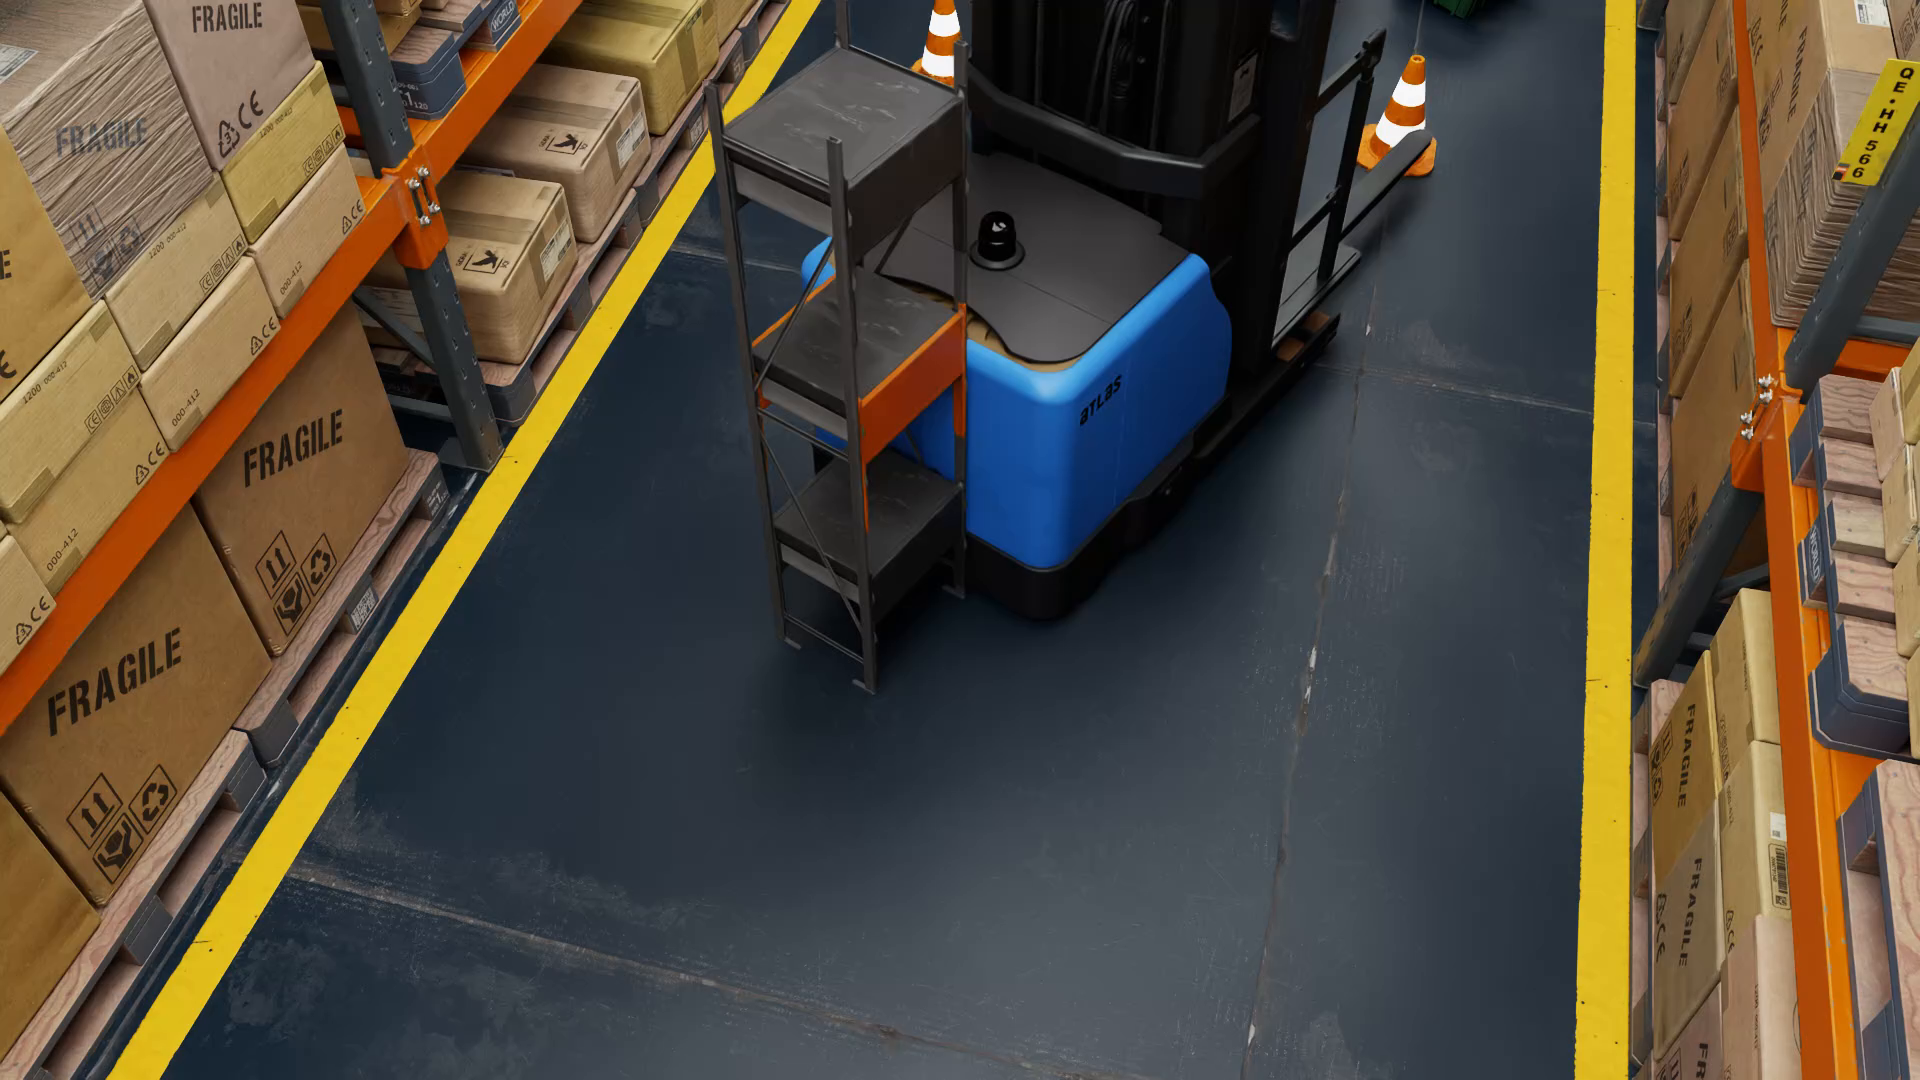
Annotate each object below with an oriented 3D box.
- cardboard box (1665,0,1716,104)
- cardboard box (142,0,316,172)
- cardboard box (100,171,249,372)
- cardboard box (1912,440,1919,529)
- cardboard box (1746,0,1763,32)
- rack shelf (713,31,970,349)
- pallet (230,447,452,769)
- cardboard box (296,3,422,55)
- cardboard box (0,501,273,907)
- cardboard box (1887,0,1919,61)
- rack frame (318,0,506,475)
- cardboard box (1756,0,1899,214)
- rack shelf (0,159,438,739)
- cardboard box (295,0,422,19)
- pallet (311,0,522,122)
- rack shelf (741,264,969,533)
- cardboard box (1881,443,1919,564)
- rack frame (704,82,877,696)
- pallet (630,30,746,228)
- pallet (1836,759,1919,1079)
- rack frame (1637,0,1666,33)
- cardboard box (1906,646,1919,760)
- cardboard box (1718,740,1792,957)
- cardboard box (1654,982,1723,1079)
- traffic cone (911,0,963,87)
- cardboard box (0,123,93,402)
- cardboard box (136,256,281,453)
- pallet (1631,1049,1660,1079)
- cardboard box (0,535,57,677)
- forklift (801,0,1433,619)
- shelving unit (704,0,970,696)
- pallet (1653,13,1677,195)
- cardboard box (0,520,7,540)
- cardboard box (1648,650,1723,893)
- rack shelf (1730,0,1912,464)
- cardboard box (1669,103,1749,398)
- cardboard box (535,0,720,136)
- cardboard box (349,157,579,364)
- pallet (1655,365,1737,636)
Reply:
[{"bbox_3d":[3.630,-2.286,6.987,1.050,0.750,0.750,11,50,10],"label":"cardboard box"},{"bbox_3d":[-2.032,-1.307,4.169,0.500,0.500,0.500,10,49,9],"label":"cardboard box"},{"bbox_3d":[-2.162,-0.713,4.145,0.500,0.250,0.500,10,49,9],"label":"cardboard box"},{"bbox_3d":[2.264,-0.113,3.538,0.380,0.149,0.250,14,50,12],"label":"cardboard box"},{"bbox_3d":[2.909,-1.971,5.422,0.500,0.500,0.500,12,50,11],"label":"cardboard box"},{"bbox_3d":[-0.289,-0.890,4.220,0.431,0.518,0.480,28,54,23],"label":"rack shelf"},{"bbox_3d":[-2.428,0.109,5.513,1.003,0.211,1.213,12,50,10],"label":"pallet"},{"bbox_3d":[-1.883,-1.623,5.069,0.380,0.149,0.250,9,49,8],"label":"cardboard box"},{"bbox_3d":[-2.649,0.323,4.601,0.875,0.875,0.875,12,50,10],"label":"cardboard box"},{"bbox_3d":[2.914,-1.518,4.355,0.700,0.500,0.500,11,49,9],"label":"cardboard box"},{"bbox_3d":[-2.148,-1.369,4.957,1.000,3.000,0.127,12,50,10],"label":"rack frame"},{"bbox_3d":[2.646,-1.237,4.775,0.500,0.500,0.500,12,50,10],"label":"cardboard box"},{"bbox_3d":[-2.674,0.316,3.950,1.077,0.370,4.000,12,50,10],"label":"rack shelf"},{"bbox_3d":[-1.806,-1.919,4.898,0.500,0.500,0.500,10,49,9],"label":"cardboard box"},{"bbox_3d":[-2.063,-1.842,5.503,1.213,0.211,1.003,12,50,10],"label":"pallet"},{"bbox_3d":[-0.289,-0.427,4.744,0.431,0.518,0.480,28,54,23],"label":"rack shelf"},{"bbox_3d":[2.271,-0.043,3.675,0.380,0.149,0.250,14,50,12],"label":"cardboard box"},{"bbox_3d":[-0.432,-0.287,4.603,0.400,2.100,0.015,28,54,23],"label":"rack frame"},{"bbox_3d":[-1.618,-1.891,7.278,1.003,0.211,1.213,12,50,10],"label":"pallet"},{"bbox_3d":[2.173,1.038,2.961,1.003,0.211,1.213,12,50,10],"label":"pallet"},{"bbox_3d":[3.707,-3.358,6.713,1.000,3.000,0.127,12,50,10],"label":"rack frame"},{"bbox_3d":[2.131,0.348,3.330,0.380,0.149,0.250,14,50,12],"label":"cardboard box"},{"bbox_3d":[2.106,0.793,3.937,0.500,0.250,0.500,11,49,10],"label":"cardboard box"},{"bbox_3d":[1.962,1.421,3.882,0.500,0.500,0.500,10,49,9],"label":"cardboard box"},{"bbox_3d":[-0.071,-2.249,7.427,0.336,0.463,0.334,12,50,10],"label":"traffic cone"},{"bbox_3d":[-2.296,-0.577,3.525,0.500,0.500,0.500,12,50,10],"label":"cardboard box"},{"bbox_3d":[-2.150,-0.530,4.317,0.500,0.250,0.500,12,50,11],"label":"cardboard box"},{"bbox_3d":[2.124,1.902,3.930,1.003,0.211,1.213,12,50,10],"label":"pallet"},{"bbox_3d":[-2.405,0.206,3.668,0.500,0.250,0.500,11,49,9],"label":"cardboard box"},{"bbox_3d":[0.791,-1.772,5.359,1.130,2.935,3.031,30,55,24],"label":"forklift"},{"bbox_3d":[-0.289,-0.436,4.734,0.431,2.100,0.503,28,54,23],"label":"shelving unit"},{"bbox_3d":[3.577,-1.863,7.253,1.003,0.211,1.213,12,50,10],"label":"pallet"},{"bbox_3d":[-2.413,0.037,3.483,0.500,0.250,0.500,10,49,9],"label":"cardboard box"},{"bbox_3d":[2.222,0.684,4.532,0.500,0.500,0.500,10,49,8],"label":"cardboard box"},{"bbox_3d":[3.181,-1.674,5.706,1.077,0.370,4.000,12,50,10],"label":"rack shelf"},{"bbox_3d":[3.128,-0.915,5.778,1.050,0.750,0.750,12,50,11],"label":"cardboard box"},{"bbox_3d":[-1.598,-2.128,7.100,0.950,0.372,0.625,13,50,11],"label":"cardboard box"},{"bbox_3d":[-1.990,-1.045,6.144,0.950,0.372,0.625,9,49,7],"label":"cardboard box"},{"bbox_3d":[2.934,-0.098,5.695,1.003,0.211,1.213,12,50,10],"label":"pallet"}]
